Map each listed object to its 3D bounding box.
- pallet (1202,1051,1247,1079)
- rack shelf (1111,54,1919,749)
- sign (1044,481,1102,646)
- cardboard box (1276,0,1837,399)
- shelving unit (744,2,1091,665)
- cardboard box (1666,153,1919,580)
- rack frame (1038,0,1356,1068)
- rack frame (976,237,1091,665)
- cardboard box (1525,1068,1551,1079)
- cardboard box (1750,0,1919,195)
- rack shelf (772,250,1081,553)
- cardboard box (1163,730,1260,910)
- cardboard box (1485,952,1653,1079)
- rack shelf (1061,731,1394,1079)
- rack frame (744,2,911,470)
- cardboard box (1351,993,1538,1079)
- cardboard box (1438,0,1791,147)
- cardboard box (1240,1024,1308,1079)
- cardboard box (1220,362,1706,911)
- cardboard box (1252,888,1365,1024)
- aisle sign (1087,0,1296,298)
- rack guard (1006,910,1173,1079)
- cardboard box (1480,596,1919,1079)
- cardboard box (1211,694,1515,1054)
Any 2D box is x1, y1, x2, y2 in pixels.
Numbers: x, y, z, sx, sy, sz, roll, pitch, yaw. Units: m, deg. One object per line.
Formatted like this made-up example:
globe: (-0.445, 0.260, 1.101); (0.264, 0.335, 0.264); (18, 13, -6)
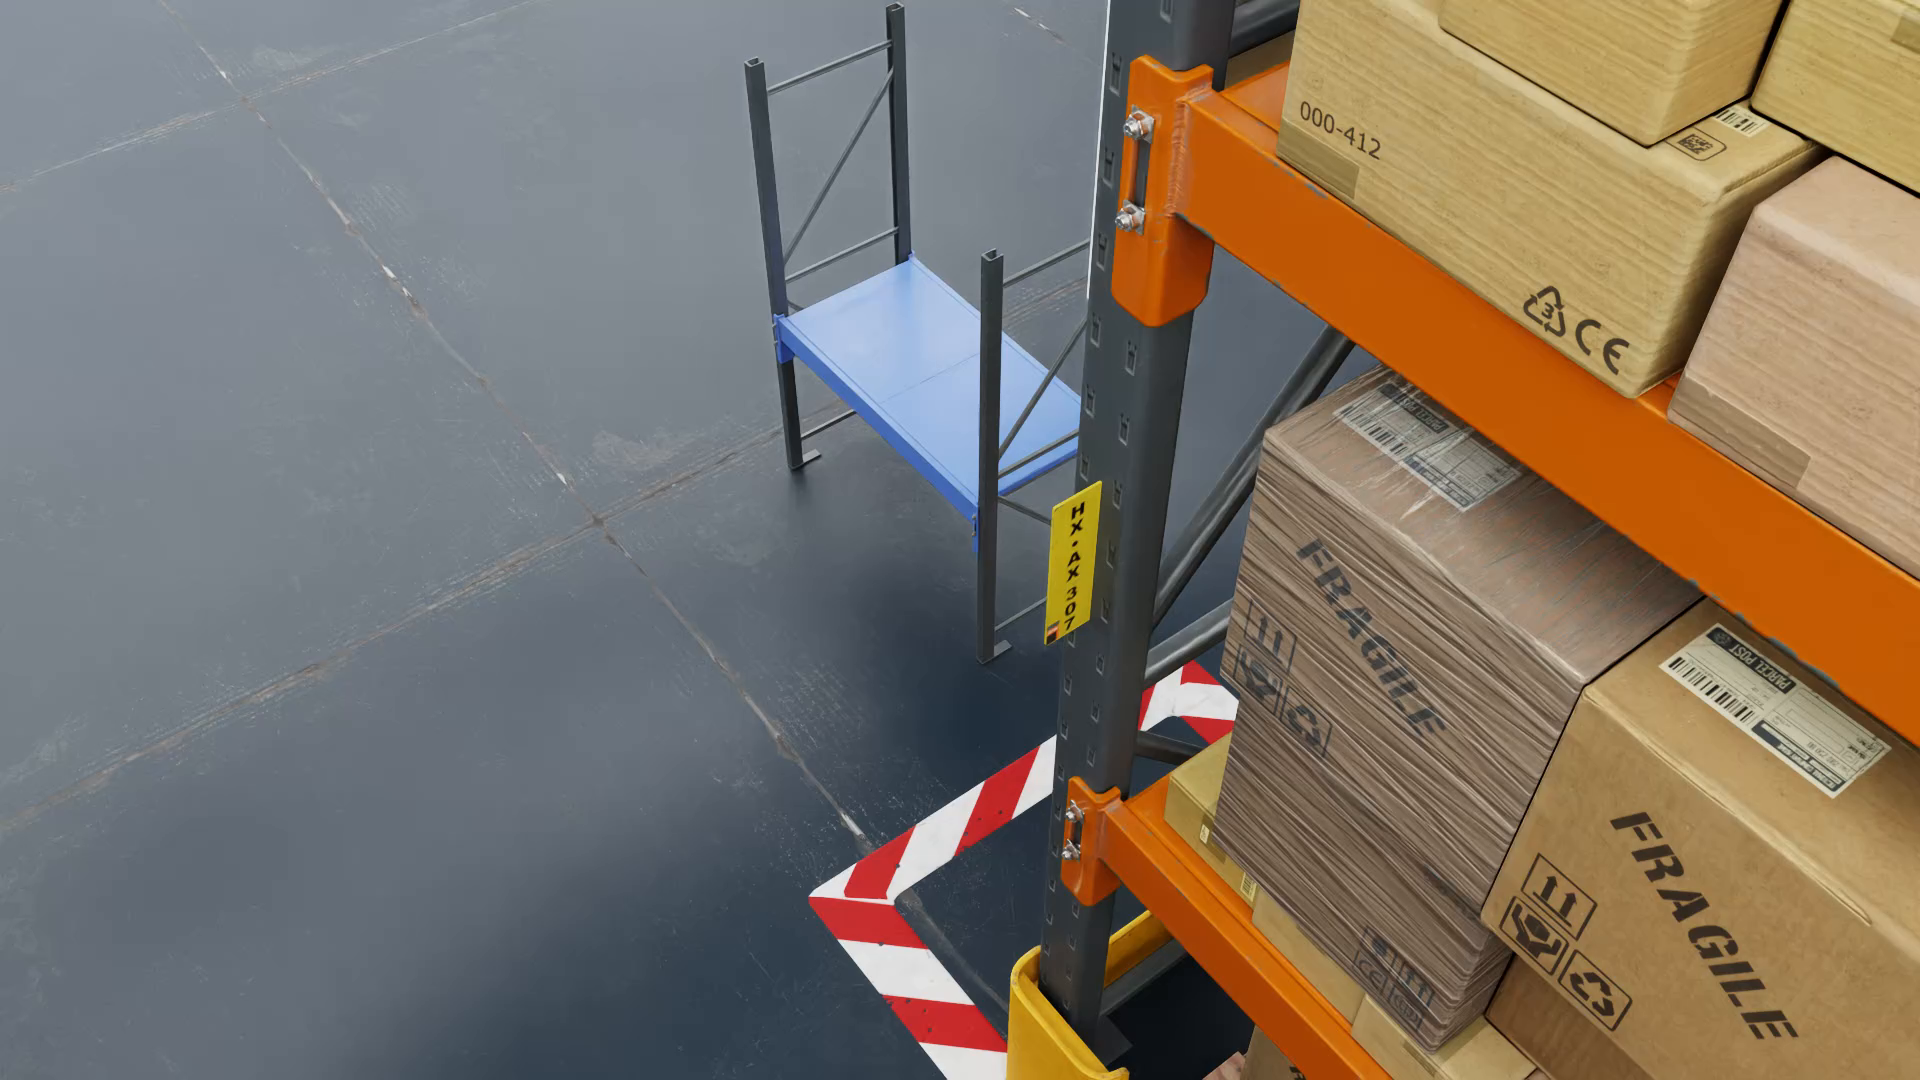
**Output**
pallet: (1.120, 1.564, 3.690); (1.003, 0.211, 1.213); (-29, 54, -24)
rack shelf: (1.821, 0.501, 1.232); (1.077, 0.370, 4.000); (-29, 54, -24)
sign: (0.178, 0.040, 2.605); (0.100, 0.325, 0.005); (-29, 54, -24)
cardboard box: (0.696, -0.470, 1.728); (0.500, 0.250, 0.500); (-28, 54, -23)
shelving unit: (-0.052, -0.554, 4.740); (0.538, 1.500, 1.048); (-29, 54, -24)
cardboard box: (1.013, -0.168, 1.455); (0.500, 0.250, 0.500); (-31, 55, -25)
rack frame: (0.610, 0.087, 3.146); (1.000, 3.000, 0.127); (-29, 54, -24)
rack frame: (0.256, -0.254, 4.468); (0.500, 1.500, 0.032); (-29, 54, -24)
cardboard box: (1.036, 0.895, 2.584); (0.380, 0.149, 0.250); (-29, 54, -24)
cardboard box: (0.924, -0.448, 1.439); (0.380, 0.149, 0.250); (-30, 55, -25)
rack shelf: (-0.052, -0.433, 4.873); (0.538, 0.185, 1.000); (-29, 54, -24)
cardboard box: (0.593, 0.447, 2.990); (0.380, 0.149, 0.250); (-29, 54, -24)
cardboard box: (1.319, 0.531, 2.475); (0.875, 0.500, 0.500); (-29, 54, -24)
rack shelf: (1.821, 1.508, 2.344); (1.077, 0.370, 4.000); (-29, 54, -24)
rack frame: (-0.359, -0.854, 5.012); (0.500, 1.500, 0.032); (-29, 54, -24)
cardboard box: (0.868, 0.757, 2.709); (0.380, 0.149, 0.250); (-29, 54, -24)
cardboard box: (0.673, -0.541, 1.524); (0.380, 0.149, 0.250); (-28, 54, -23)
cardboard box: (0.975, 1.162, 3.576); (0.500, 0.500, 0.500); (-20, 51, -17)
cardboard box: (0.726, 0.065, 2.224); (0.500, 0.500, 0.500); (-29, 54, -24)
cardboard box: (0.729, 0.603, 2.848); (0.380, 0.149, 0.250); (-29, 54, -24)
aisle sign: (0.334, -0.688, 2.094); (0.394, 0.787, 0.004); (-29, 54, -24)
rack guard: (0.656, 0.972, 4.032); (1.175, 0.500, 0.348); (-29, 54, -24)
cardboard box: (1.023, 0.363, 1.954); (0.500, 0.500, 0.500); (-29, 54, -24)
cardboard box: (0.921, 0.290, 2.694); (0.875, 0.500, 0.500); (-29, 54, -24)
